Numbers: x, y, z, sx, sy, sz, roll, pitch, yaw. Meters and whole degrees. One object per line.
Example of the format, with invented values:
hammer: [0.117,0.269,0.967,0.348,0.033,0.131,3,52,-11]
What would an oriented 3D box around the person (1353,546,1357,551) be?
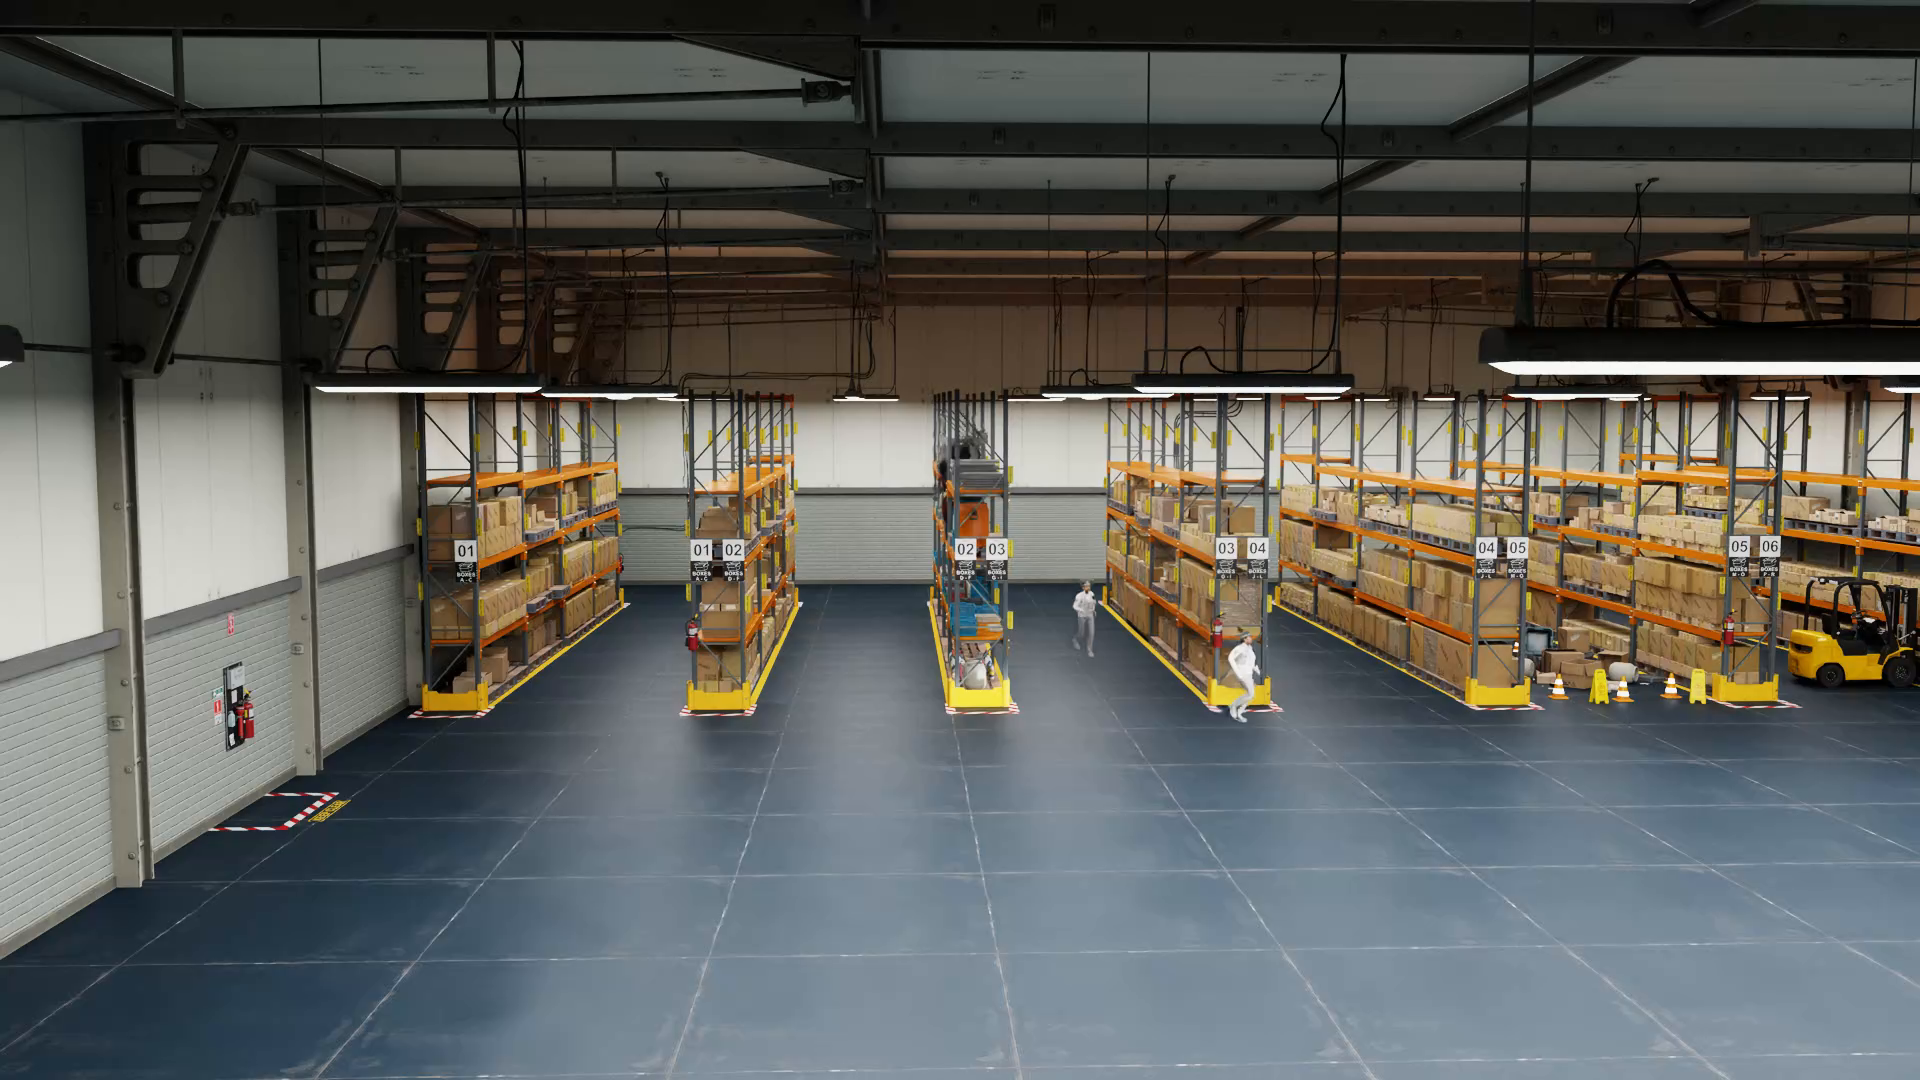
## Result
person: [11.198,0.985,47.367,0.633,1.731,0.606,-1,5,-12]

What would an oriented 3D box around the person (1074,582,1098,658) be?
person: [2.791,1.751,36.945,0.605,1.668,0.840,-1,5,-18]

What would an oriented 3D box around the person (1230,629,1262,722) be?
person: [5.223,2.447,30.131,0.511,1.655,0.647,3,5,31]

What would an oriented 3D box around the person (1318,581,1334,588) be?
person: [10.768,0.877,49.212,0.769,1.722,0.700,0,5,0]
